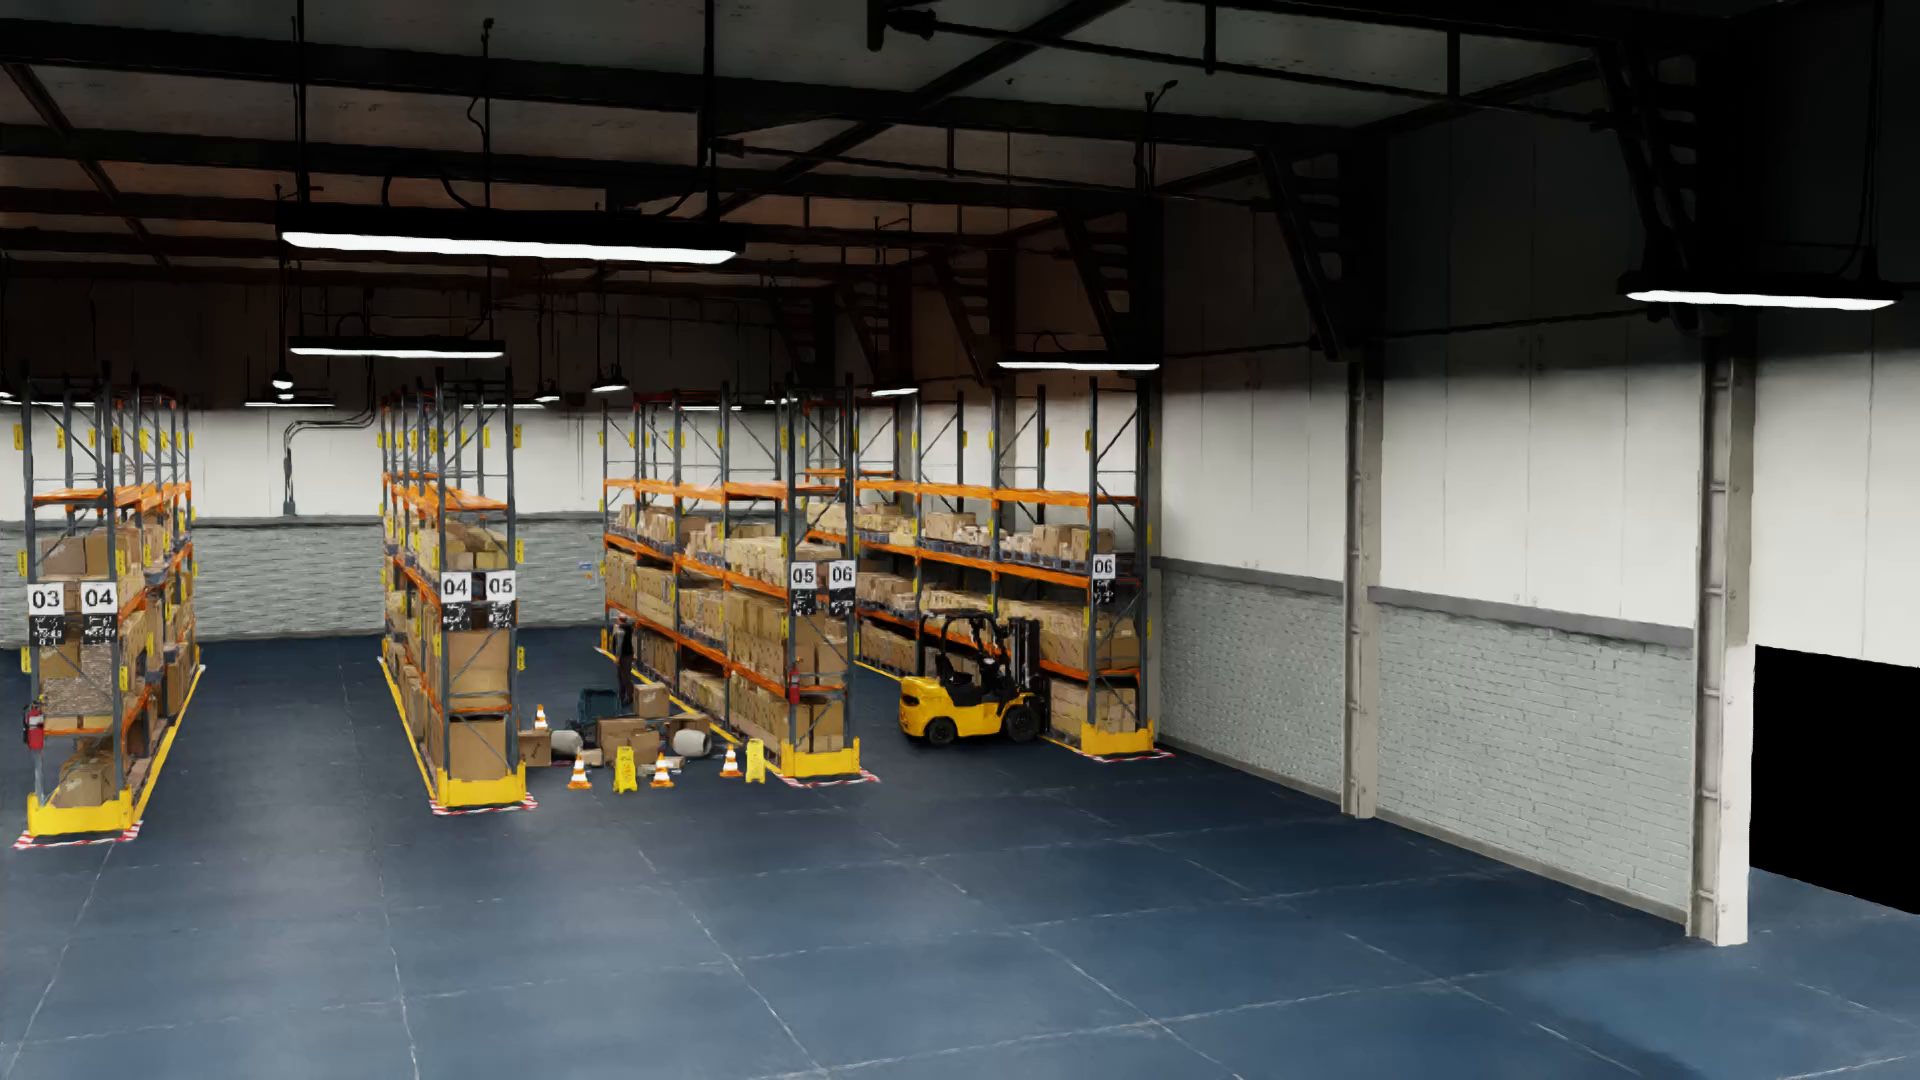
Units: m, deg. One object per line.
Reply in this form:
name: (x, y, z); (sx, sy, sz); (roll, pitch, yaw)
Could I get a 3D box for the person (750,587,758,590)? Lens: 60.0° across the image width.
person: (-4.907, 1.770, 39.816); (0.486, 1.666, 0.642); (-1, 4, -17)

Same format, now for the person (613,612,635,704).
person: (-6.429, 2.227, 31.601); (0.586, 1.718, 0.639); (0, 3, 1)
